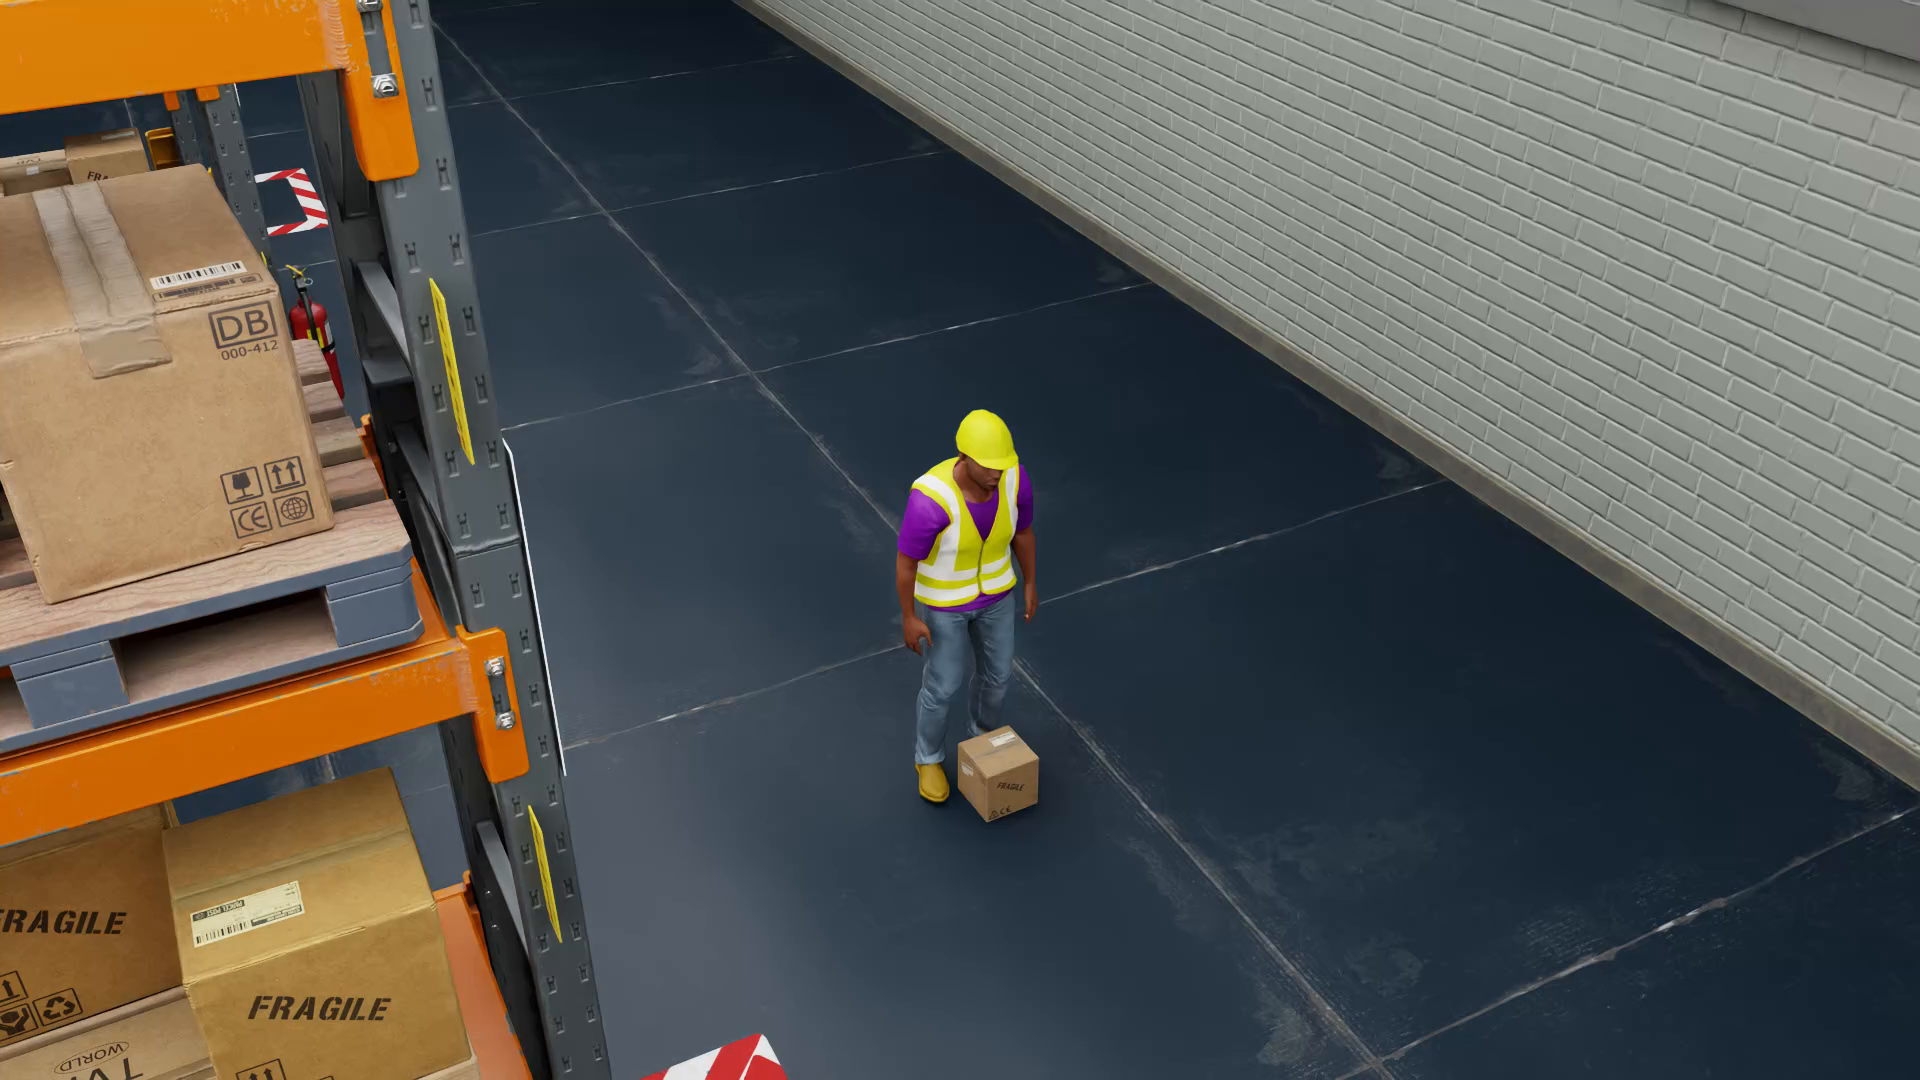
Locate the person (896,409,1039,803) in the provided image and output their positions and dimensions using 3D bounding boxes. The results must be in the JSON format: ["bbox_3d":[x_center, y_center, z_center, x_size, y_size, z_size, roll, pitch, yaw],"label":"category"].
[{"bbox_3d":[0.045,0.244,6.745,0.629,1.761,0.462,-16,36,-23],"label":"person"}]
